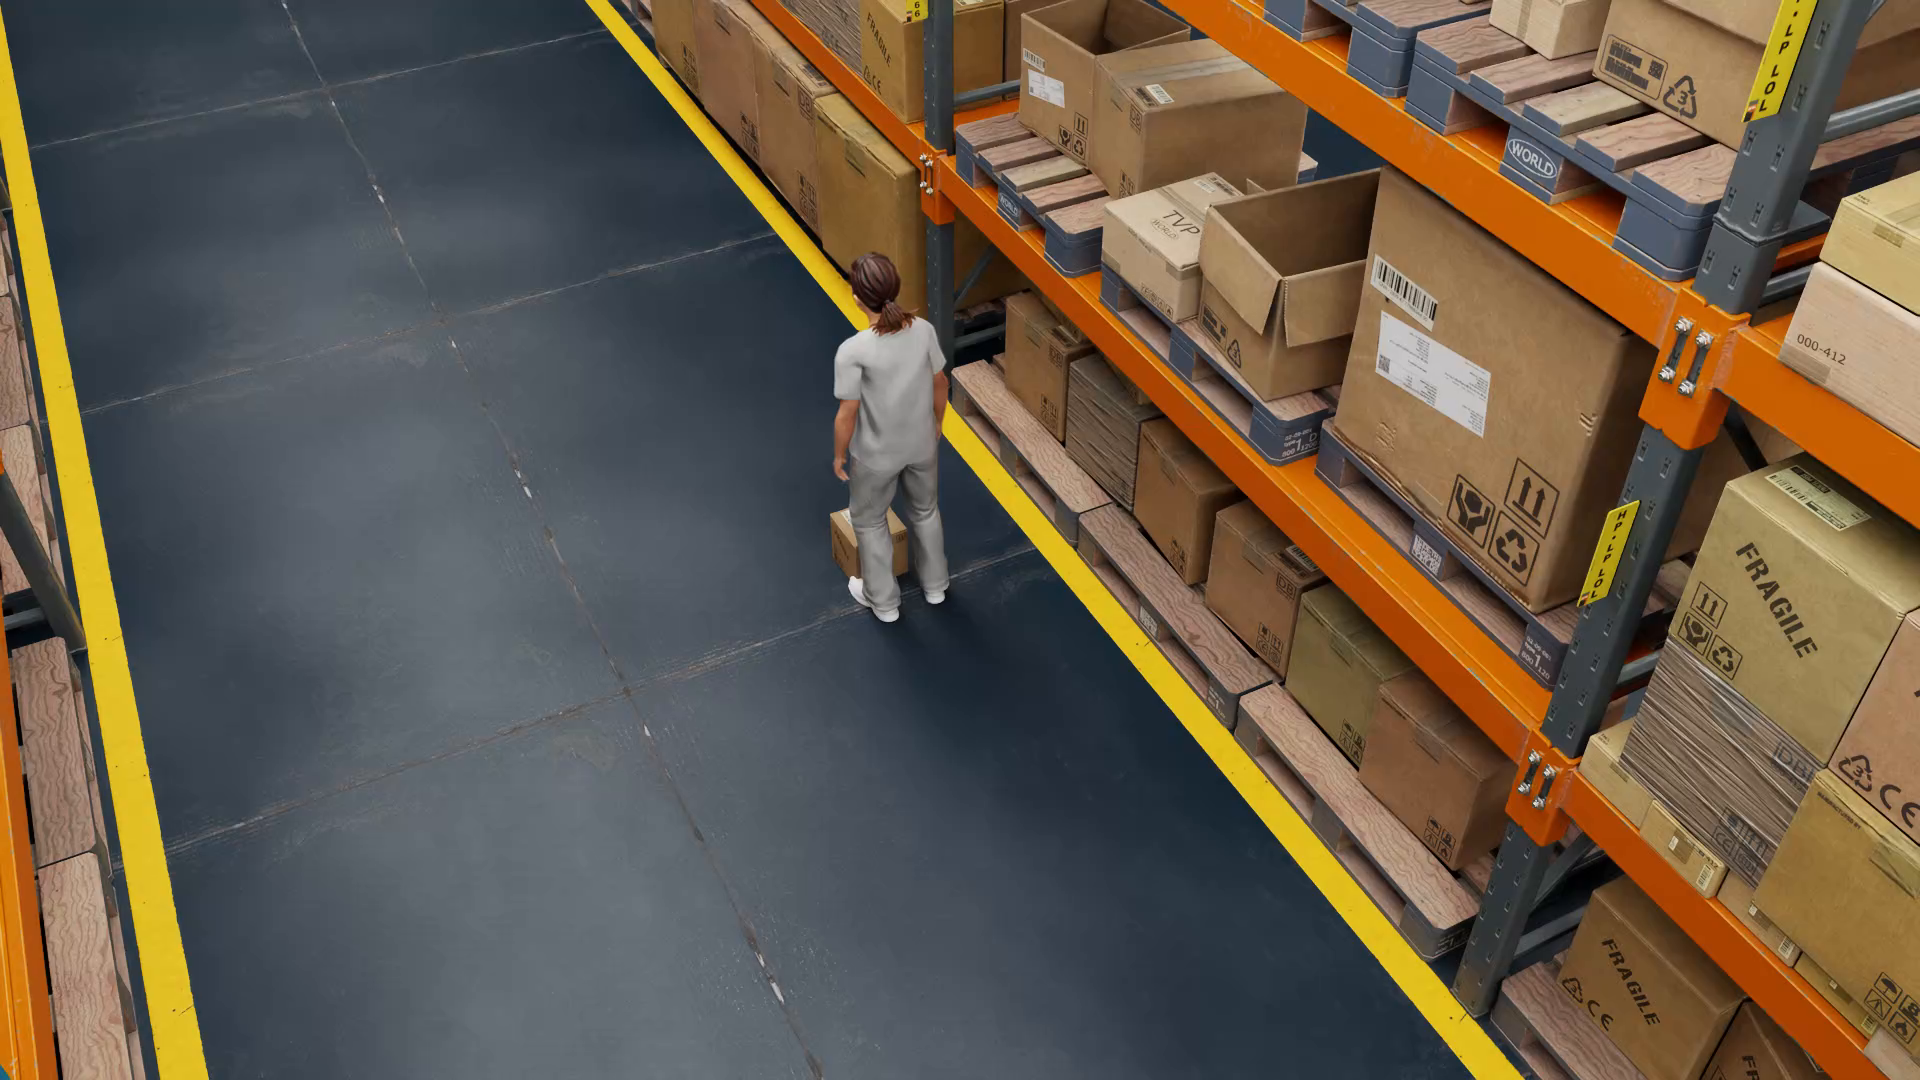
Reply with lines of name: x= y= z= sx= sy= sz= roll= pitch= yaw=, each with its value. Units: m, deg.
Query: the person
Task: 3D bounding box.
person: x=-0.271 y=-0.370 z=6.595 sx=0.495 sy=1.652 sz=0.352 roll=-19 pitch=45 yaw=-21
